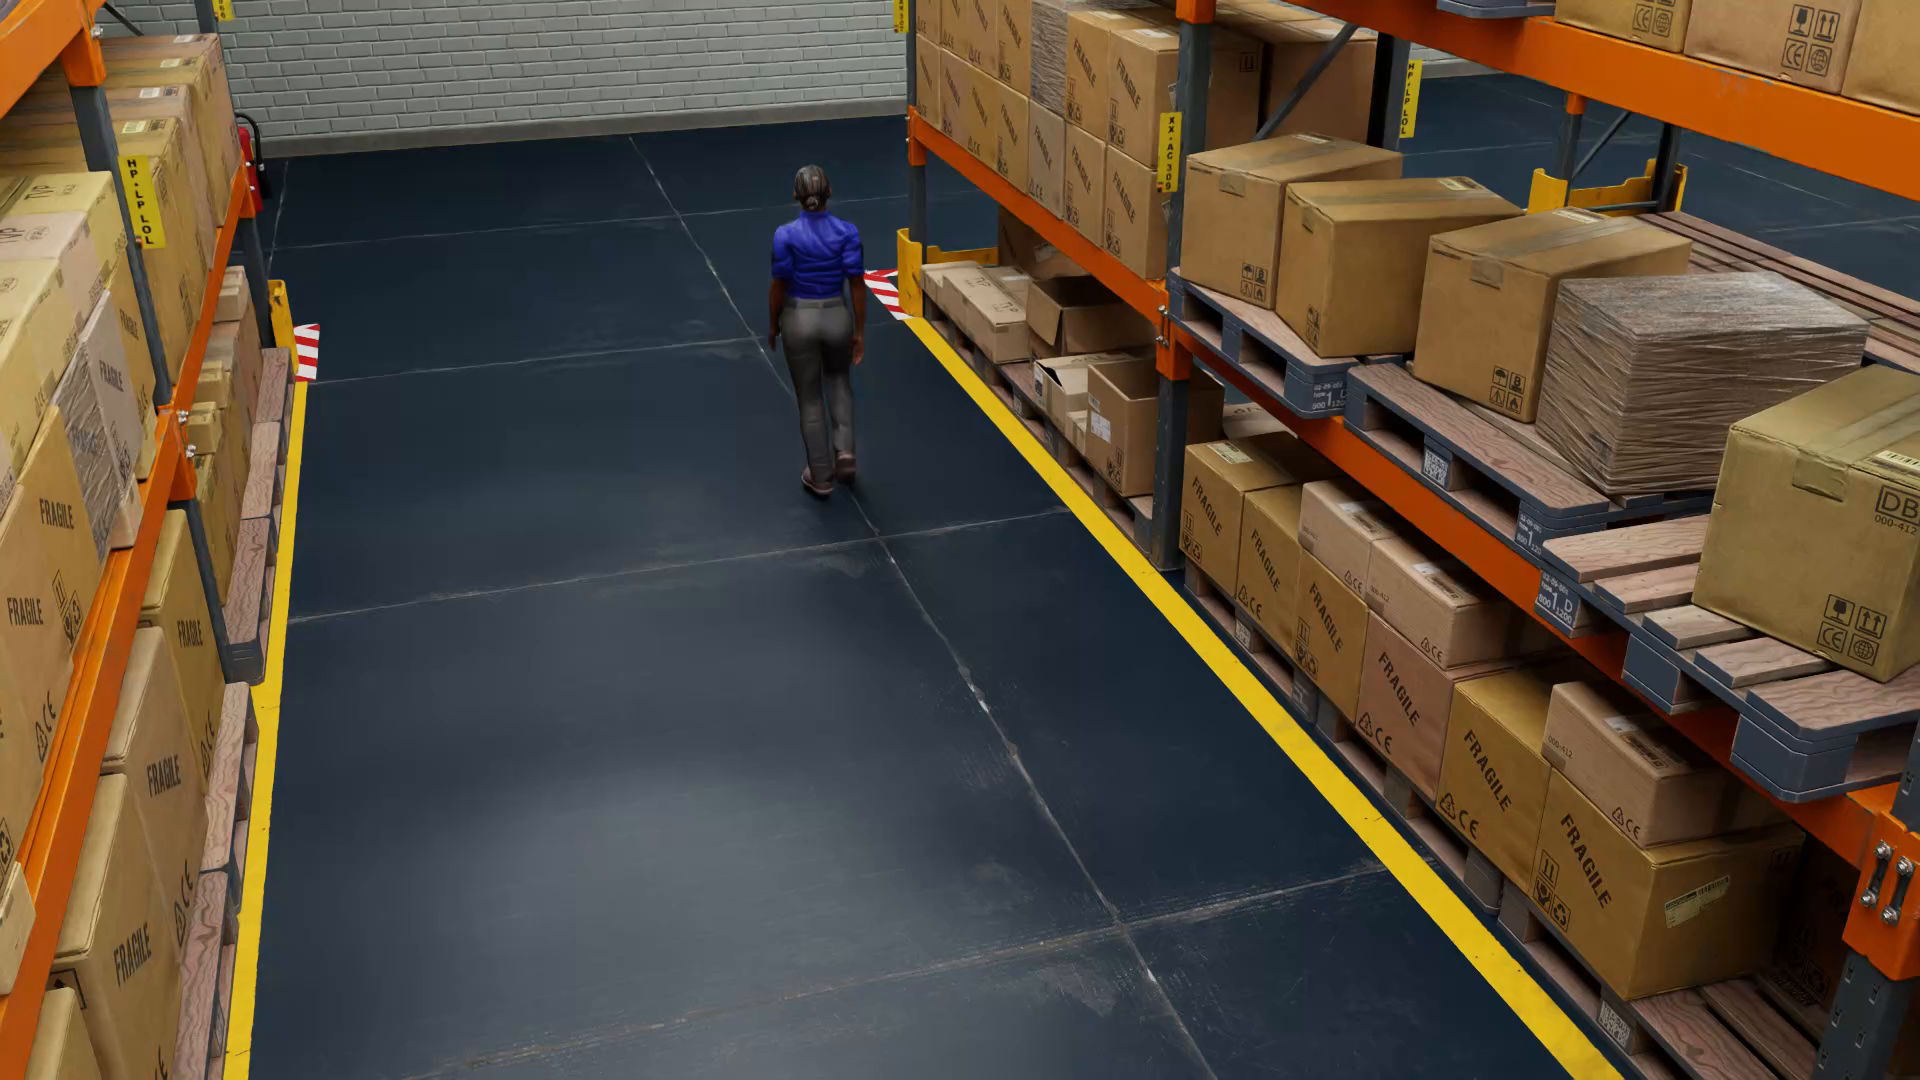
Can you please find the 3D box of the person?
[{"bbox_3d":[-0.711,-1.080,8.154,0.447,1.574,0.454,-9,28,-17],"label":"person"}]
